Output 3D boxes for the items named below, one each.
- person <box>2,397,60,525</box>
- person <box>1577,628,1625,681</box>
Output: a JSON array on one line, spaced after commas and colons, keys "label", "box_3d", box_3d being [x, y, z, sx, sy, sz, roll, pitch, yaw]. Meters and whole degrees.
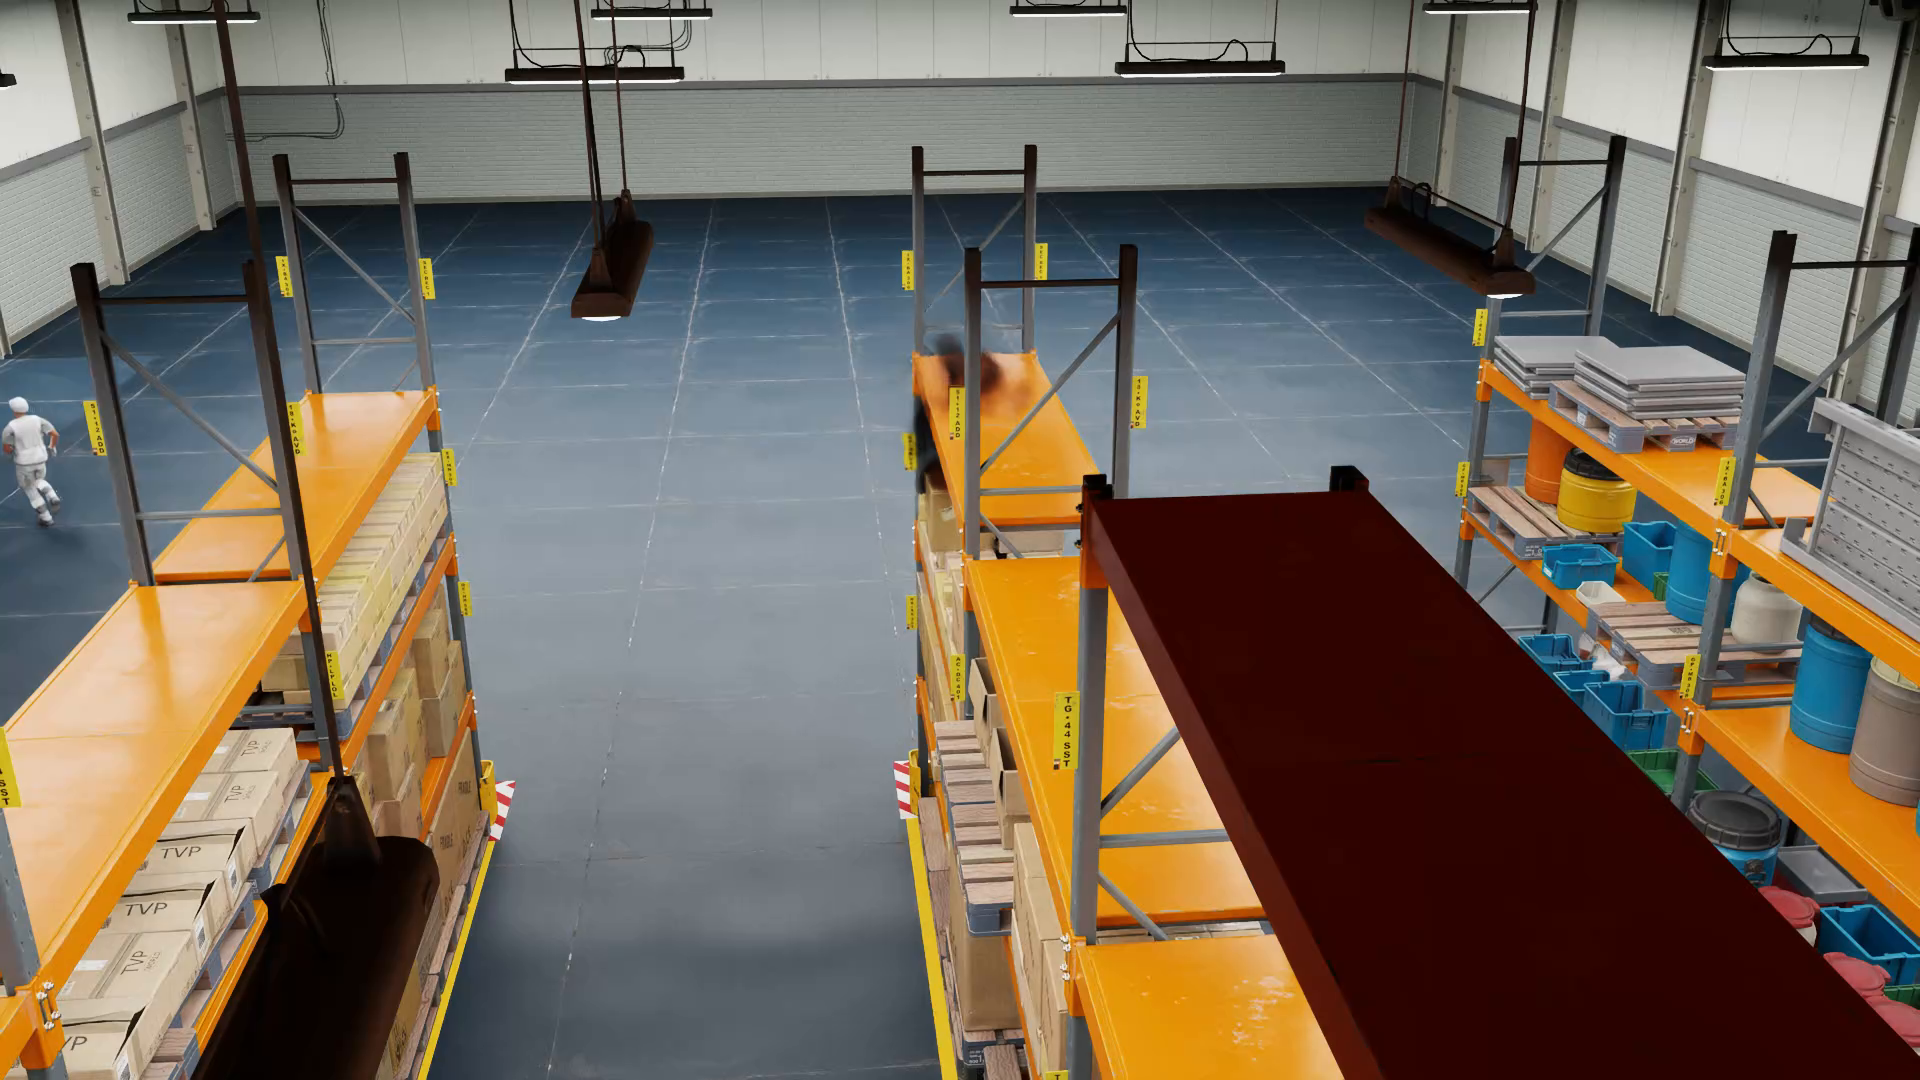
[{"label": "person", "box_3d": [-12.280, -1.061, 21.958, 0.587, 1.739, 0.656, 16, 27, 35]}, {"label": "person", "box_3d": [6.204, 1.275, 16.075, 0.719, 1.727, 0.664, -11, 24, -26]}]
